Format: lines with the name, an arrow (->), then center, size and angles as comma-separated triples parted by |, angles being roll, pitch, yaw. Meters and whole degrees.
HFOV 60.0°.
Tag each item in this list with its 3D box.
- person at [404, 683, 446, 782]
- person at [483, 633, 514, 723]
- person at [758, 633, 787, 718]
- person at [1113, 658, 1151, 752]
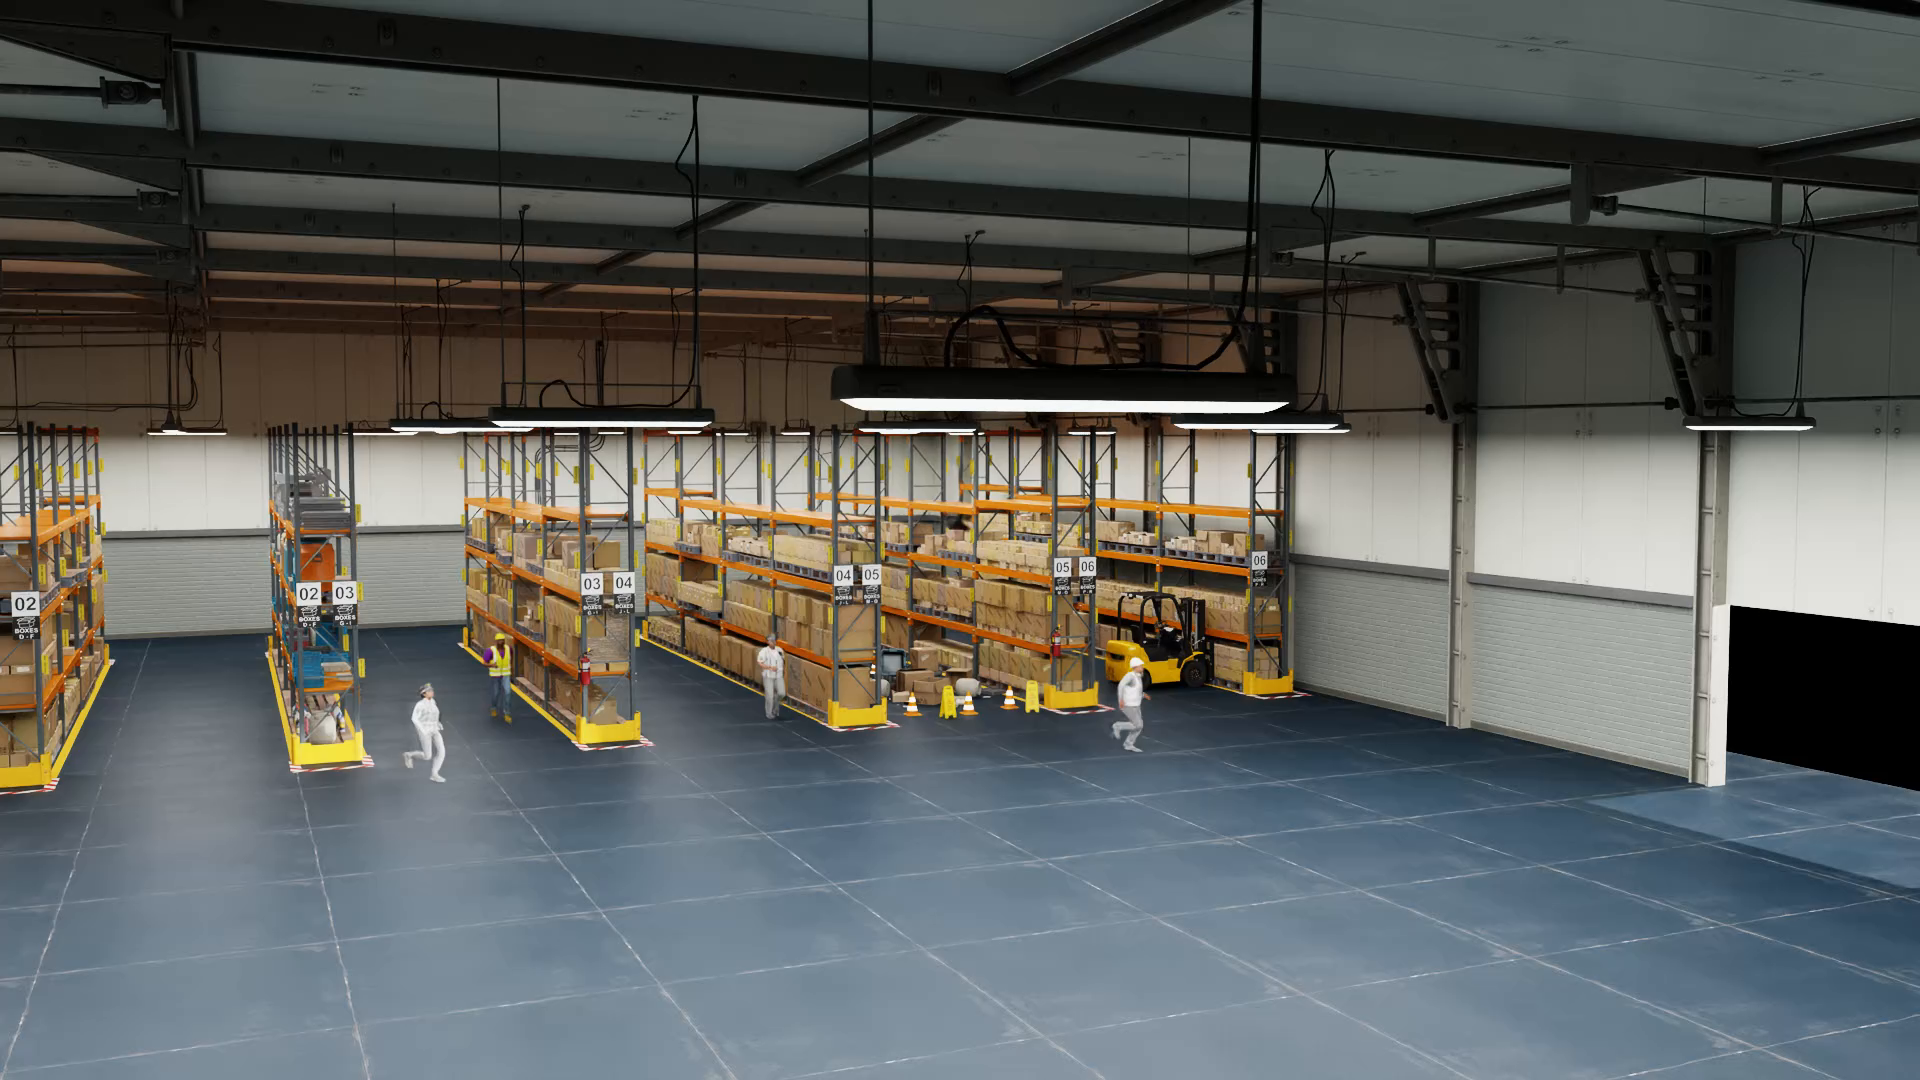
person -> -8.937, 3.211, 27.834 | 0.711, 1.658, 0.634 | 1, 4, 19
person -> -9.351, 2.770, 33.734 | 0.640, 1.796, 0.890 | -2, 4, -25
person -> -3.790, 2.776, 33.919 | 0.651, 1.738, 0.607 | -2, 4, -28
person -> 3.146, 3.016, 30.482 | 0.681, 1.730, 0.693 | 2, 4, 27
